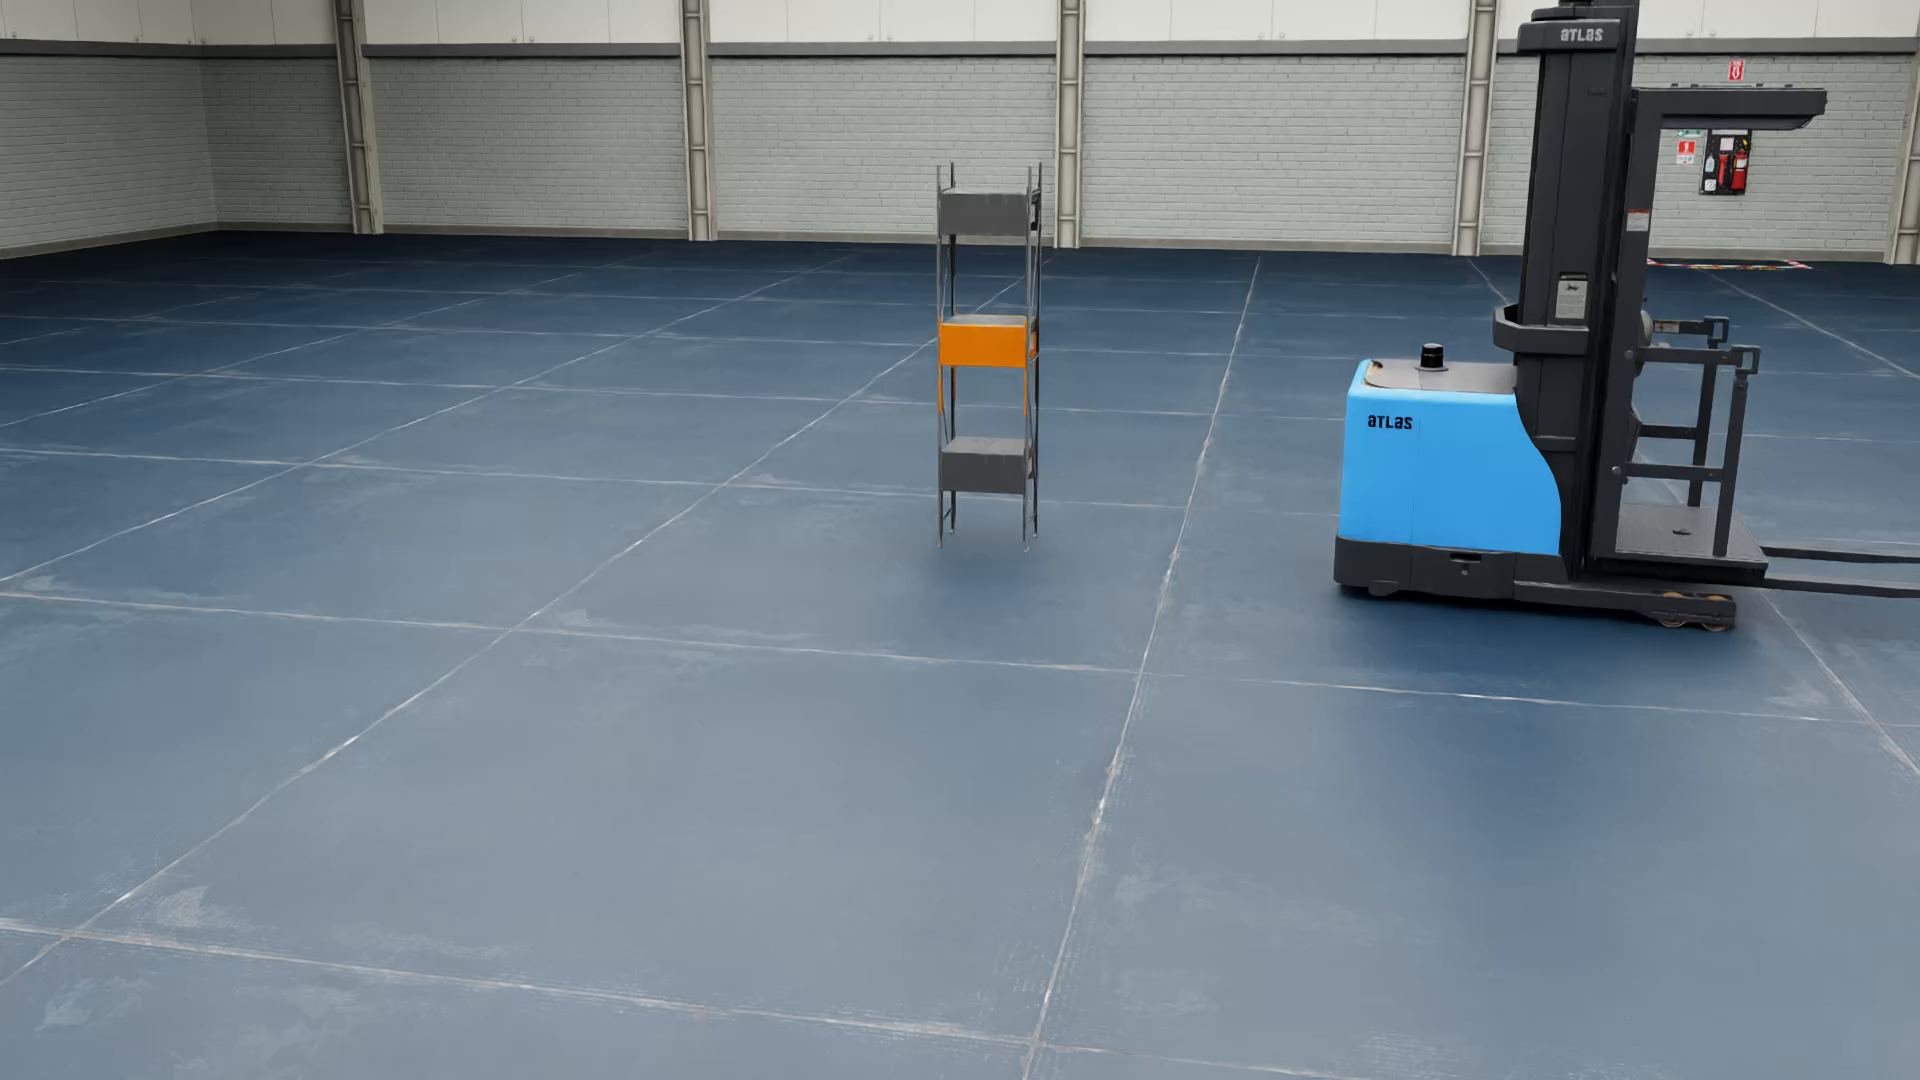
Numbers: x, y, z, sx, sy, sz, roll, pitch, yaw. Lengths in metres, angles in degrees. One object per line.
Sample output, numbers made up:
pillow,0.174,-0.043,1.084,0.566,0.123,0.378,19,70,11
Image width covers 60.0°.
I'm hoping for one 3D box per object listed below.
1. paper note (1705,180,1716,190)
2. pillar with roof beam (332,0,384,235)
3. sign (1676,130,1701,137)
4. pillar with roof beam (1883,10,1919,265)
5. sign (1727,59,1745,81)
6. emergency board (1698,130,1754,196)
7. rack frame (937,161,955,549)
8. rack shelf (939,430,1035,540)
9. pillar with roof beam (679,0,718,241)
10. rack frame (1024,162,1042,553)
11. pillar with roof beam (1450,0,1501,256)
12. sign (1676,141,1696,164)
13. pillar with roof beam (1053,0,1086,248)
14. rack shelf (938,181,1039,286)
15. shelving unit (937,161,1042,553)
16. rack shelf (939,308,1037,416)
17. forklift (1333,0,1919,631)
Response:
paper note,10.869,-5.141,24.083,0.142,0.148,0.016,3,16,11
pillar with roof beam,-10.933,-8.438,23.098,0.400,9.000,9.100,3,16,11
sign,10.510,-5.865,23.985,0.331,0.109,0.001,3,16,11
pillar with roof beam,12.585,-7.162,18.489,0.400,9.000,9.100,3,16,11
sign,11.041,-6.682,23.652,0.199,0.298,0.001,3,16,11
emergency board,11.029,-5.538,23.866,0.643,1.169,0.194,3,16,11
rack frame,-0.077,-1.016,9.227,0.015,2.100,0.400,3,16,11
rack shelf,0.162,-0.315,9.370,0.480,0.518,0.431,3,16,11
pillar with roof beam,-5.054,-8.119,21.946,0.400,9.000,9.100,3,16,11
rack frame,0.401,-0.990,9.133,0.015,2.100,0.400,3,16,11
pillar with roof beam,6.706,-7.481,19.641,0.400,9.000,9.100,3,16,11
sign,10.508,-5.612,24.065,0.234,0.329,0.001,3,16,11
pillar with roof beam,0.826,-7.800,20.793,0.400,9.000,9.100,3,16,11
rack shelf,0.162,-1.665,8.997,0.480,0.518,0.431,3,16,11
shelving unit,0.162,-1.003,9.180,0.503,2.100,0.431,3,16,11
rack shelf,0.162,-0.990,9.184,0.480,0.518,0.431,3,16,11
forklift,3.480,-1.137,8.105,3.031,2.935,1.130,5,16,16
